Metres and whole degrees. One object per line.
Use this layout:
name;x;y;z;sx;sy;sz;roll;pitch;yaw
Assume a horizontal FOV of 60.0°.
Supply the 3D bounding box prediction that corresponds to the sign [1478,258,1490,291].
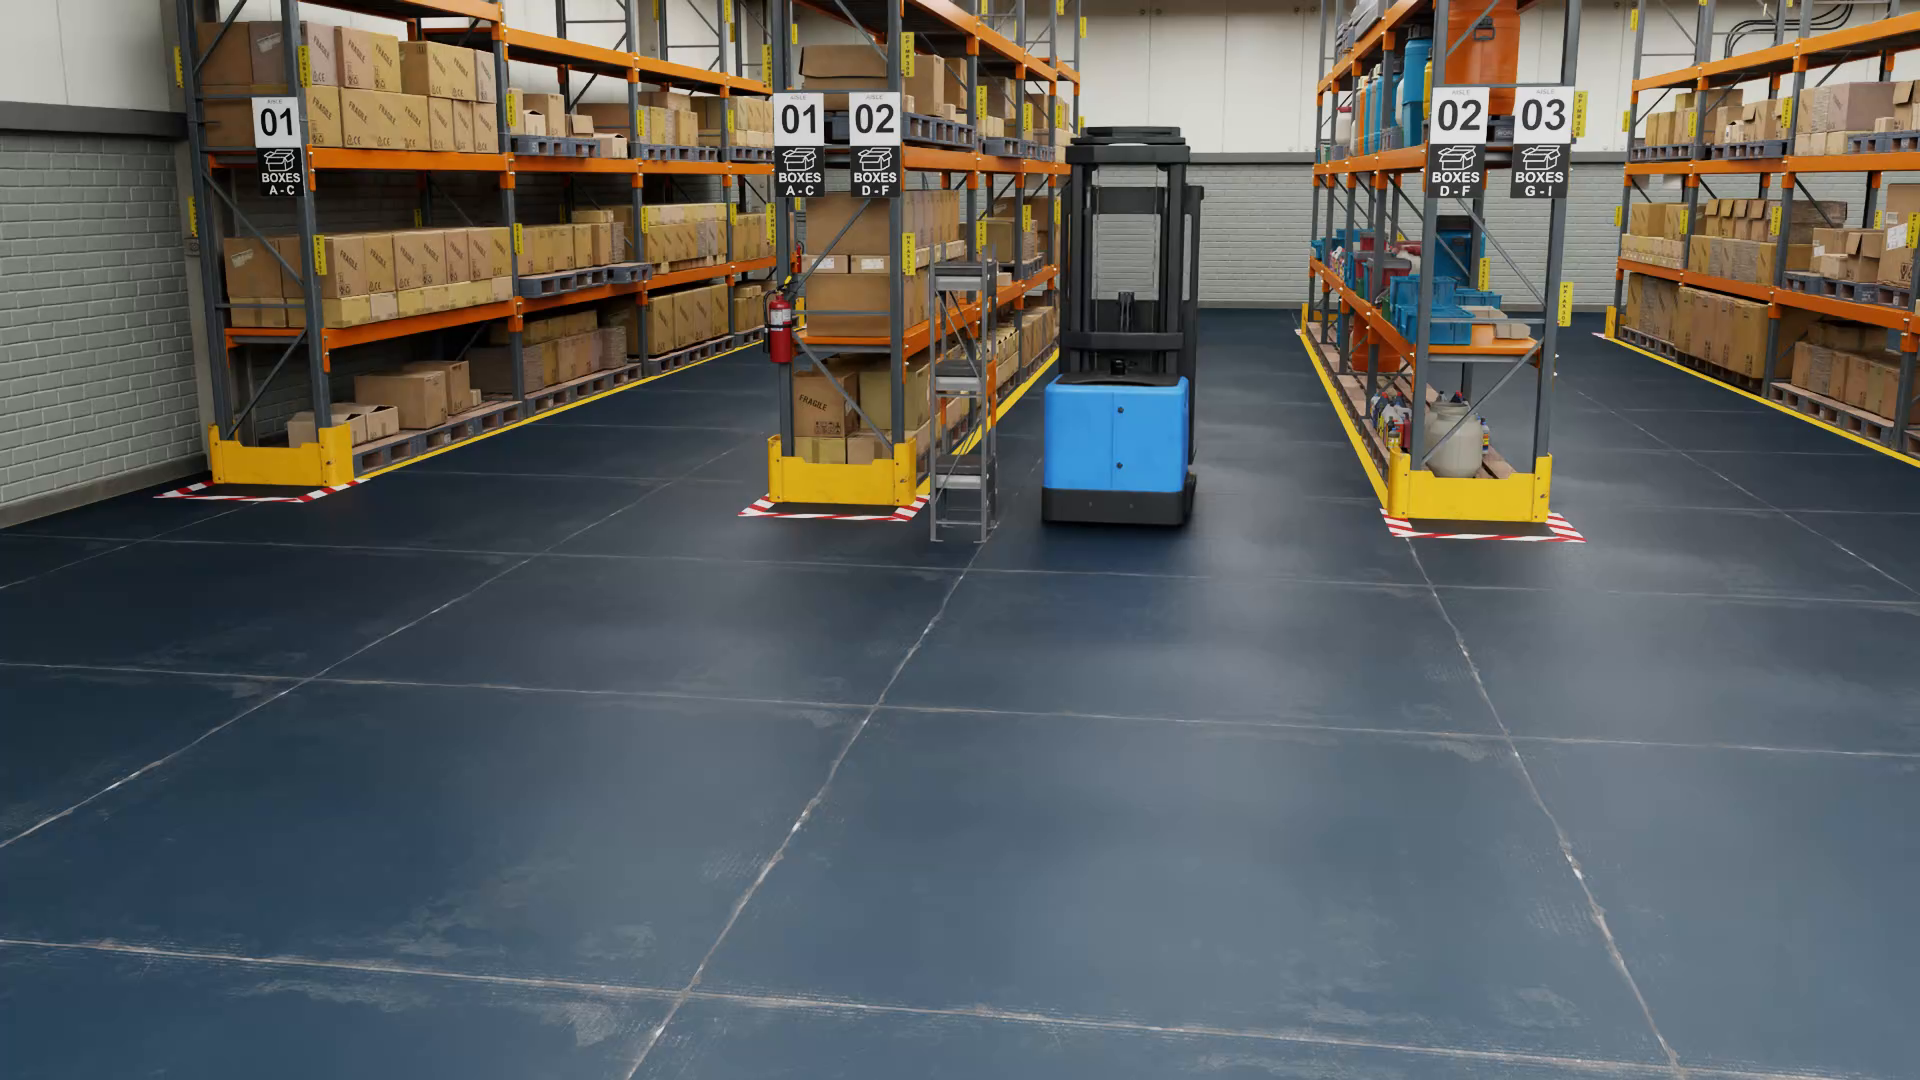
sign;5.103;-2.583;16.202;0.100;0.325;0.005;2;12;9

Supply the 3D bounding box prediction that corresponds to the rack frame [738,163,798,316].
rack frame;-3.383;-5.287;29.406;1.000;3.000;0.127;2;12;9

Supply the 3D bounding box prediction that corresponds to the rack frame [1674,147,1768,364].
rack frame;10.685;-3.973;23.308;1.000;3.000;0.127;2;12;9

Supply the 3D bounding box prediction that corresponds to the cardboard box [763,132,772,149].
cardboard box;-3.387;-6.556;27.297;0.500;0.250;0.500;2;12;7

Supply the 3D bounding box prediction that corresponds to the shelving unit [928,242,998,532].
shelving unit;0.026;-1.061;11.934;0.431;2.100;0.499;2;12;9

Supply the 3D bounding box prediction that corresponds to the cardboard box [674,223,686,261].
cardboard box;-4.118;-4.130;23.049;0.500;0.500;0.500;2;12;8

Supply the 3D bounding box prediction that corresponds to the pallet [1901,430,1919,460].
pallet;9.386;-0.803;15.220;1.003;0.211;1.213;2;12;9

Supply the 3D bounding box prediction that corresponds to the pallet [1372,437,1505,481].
pallet;4.231;-0.712;14.794;1.003;0.211;1.213;2;12;9

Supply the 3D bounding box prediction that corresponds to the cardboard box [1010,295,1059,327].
cardboard box;1.181;-3.681;26.833;0.797;0.503;0.637;2;12;9

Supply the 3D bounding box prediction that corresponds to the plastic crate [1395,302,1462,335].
plastic crate;3.832;-1.811;13.632;0.499;0.251;0.408;2;12;9

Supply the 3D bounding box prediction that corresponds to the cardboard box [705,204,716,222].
cardboard box;-3.905;-4.813;24.437;0.500;0.250;0.500;2;12;10

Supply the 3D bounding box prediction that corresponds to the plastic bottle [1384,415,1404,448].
plastic bottle;3.861;-0.967;14.781;0.152;0.276;0.135;2;12;9

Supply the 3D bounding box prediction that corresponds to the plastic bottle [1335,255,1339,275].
plastic bottle;5.121;-3.722;22.450;0.097;0.271;0.097;0;12;0

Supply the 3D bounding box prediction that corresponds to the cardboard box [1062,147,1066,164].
cardboard box;1.376;-5.989;25.898;0.500;0.250;0.500;2;12;9

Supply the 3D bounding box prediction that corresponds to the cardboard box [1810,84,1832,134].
cardboard box;9.662;-4.705;18.160;0.500;0.500;0.500;2;12;9

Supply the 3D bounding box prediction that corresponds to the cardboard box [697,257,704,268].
cardboard box;-3.956;-4.050;24.216;0.380;0.149;0.250;2;12;9

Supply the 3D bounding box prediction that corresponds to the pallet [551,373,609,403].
pallet;-4.925;-1.843;20.042;1.003;0.211;1.213;2;12;9

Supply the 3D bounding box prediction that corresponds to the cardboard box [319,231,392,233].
cardboard box;-5.741;-2.681;15.844;0.500;0.500;0.500;2;12;9

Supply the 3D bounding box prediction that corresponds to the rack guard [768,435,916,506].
rack guard;-0.952;-0.570;13.450;1.175;0.500;0.348;2;12;9

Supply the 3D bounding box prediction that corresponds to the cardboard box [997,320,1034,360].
cardboard box;0.709;-2.650;22.057;0.500;0.500;0.500;1;12;7

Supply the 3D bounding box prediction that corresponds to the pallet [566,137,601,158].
pallet;-4.872;-4.505;19.101;1.213;0.211;1.003;2;12;9

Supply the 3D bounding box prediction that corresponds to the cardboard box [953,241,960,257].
cardboard box;-0.203;-2.880;16.461;0.380;0.149;0.250;2;12;7

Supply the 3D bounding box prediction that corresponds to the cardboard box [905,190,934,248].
cardboard box;-0.627;-2.906;15.042;0.700;0.500;0.500;2;12;9

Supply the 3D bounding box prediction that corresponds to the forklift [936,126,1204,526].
forklift;1.007;-1.761;13.210;1.782;2.935;3.545;2;12;10

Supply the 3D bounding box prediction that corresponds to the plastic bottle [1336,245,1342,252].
plastic bottle;5.411;-4.038;23.727;0.144;0.351;0.185;2;12;9

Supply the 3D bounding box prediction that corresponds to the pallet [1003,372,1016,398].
pallet;0.117;-1.929;20.441;1.003;0.211;1.213;2;12;9

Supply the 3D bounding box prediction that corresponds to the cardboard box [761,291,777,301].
cardboard box;-3.469;-4.017;28.450;0.700;0.500;0.500;2;12;8

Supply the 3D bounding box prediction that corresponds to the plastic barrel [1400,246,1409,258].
plastic barrel;5.164;-3.046;18.744;0.421;0.512;0.421;0;12;0

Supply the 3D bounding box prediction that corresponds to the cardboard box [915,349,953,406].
cardboard box;-0.350;-1.545;15.794;0.500;0.500;0.500;2;12;9

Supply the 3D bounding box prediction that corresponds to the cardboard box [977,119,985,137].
cardboard box;0.022;-4.624;18.566;0.500;0.250;0.500;1;12;4

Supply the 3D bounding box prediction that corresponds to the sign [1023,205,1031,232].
sign;0.831;-4.011;20.735;0.100;0.325;0.005;2;12;9

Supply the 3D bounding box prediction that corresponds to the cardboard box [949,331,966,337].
cardboard box;-0.161;-2.388;20.153;0.500;0.311;0.500;2;12;7

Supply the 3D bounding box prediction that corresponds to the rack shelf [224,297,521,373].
rack shelf;-5.536;-2.021;15.958;1.077;0.370;4.000;2;12;9

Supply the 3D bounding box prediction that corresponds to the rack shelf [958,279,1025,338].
rack shelf;-0.025;-2.694;19.081;1.077;0.370;4.000;2;12;9

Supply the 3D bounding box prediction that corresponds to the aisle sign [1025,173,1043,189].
aisle sign;1.233;-6.422;28.501;0.394;0.787;0.004;2;12;9

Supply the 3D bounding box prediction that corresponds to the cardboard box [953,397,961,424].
cardboard box;-0.275;-1.283;16.356;0.500;0.250;0.500;2;12;9

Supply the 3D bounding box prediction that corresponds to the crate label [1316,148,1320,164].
crate label;5.945;-6.178;26.773;0.408;0.251;0.502;2;12;9

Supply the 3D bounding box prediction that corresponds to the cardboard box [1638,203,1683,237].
cardboard box;10.809;-4.941;25.669;0.500;0.500;0.500;2;12;7

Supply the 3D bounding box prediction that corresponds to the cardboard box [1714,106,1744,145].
cardboard box;10.606;-5.572;22.375;0.700;0.500;0.500;2;12;10

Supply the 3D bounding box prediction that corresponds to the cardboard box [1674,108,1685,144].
cardboard box;10.833;-6.019;24.210;0.700;0.500;0.500;3;12;12

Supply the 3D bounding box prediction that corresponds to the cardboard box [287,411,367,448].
cardboard box;-5.648;-0.998;14.842;0.500;0.311;0.500;0;12;2

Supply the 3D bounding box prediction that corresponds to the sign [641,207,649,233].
sign;-4.076;-4.133;21.492;0.100;0.325;0.005;2;12;9

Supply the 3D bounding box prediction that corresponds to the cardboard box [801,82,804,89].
cardboard box;-1.032;-3.712;14.002;0.500;0.250;0.500;2;12;9

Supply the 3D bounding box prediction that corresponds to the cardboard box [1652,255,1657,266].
cardboard box;10.606;-4.192;24.919;0.380;0.149;0.250;2;12;8

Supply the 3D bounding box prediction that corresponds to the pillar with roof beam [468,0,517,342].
pillar with roof beam;-1.414;-6.172;19.273;9.100;9.000;0.400;2;12;9

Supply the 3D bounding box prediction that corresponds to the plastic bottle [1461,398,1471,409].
plastic bottle;4.667;-1.137;15.395;0.144;0.351;0.185;2;12;8

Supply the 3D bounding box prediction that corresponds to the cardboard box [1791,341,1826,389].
cardboard box;9.987;-1.993;19.011;0.700;0.500;0.500;1;12;6

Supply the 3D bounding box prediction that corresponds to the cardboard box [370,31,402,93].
cardboard box;-5.349;-4.252;14.826;0.500;0.500;0.500;2;12;10

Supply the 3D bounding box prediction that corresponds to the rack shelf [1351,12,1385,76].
rack shelf;4.868;-5.270;17.743;1.077;0.370;4.000;2;12;9

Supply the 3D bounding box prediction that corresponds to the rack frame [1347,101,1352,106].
rack frame;5.794;-7.066;23.420;0.949;2.616;0.053;2;12;9

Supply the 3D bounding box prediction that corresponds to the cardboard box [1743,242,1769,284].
cardboard box;9.984;-3.403;20.428;0.500;0.500;0.500;2;12;8

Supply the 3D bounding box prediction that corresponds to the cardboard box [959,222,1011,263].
cardboard box;0.268;-3.851;21.507;0.700;0.500;0.500;-2;12;-10

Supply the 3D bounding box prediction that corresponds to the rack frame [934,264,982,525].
rack frame;-0.011;-1.010;11.696;0.380;1.831;0.006;2;12;9

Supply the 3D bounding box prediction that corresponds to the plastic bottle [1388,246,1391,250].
plastic bottle;5.973;-3.907;23.120;0.144;0.351;0.185;2;12;9

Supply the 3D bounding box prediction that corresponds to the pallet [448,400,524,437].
pallet;-5.297;-1.285;17.454;1.003;0.211;1.213;2;12;9
